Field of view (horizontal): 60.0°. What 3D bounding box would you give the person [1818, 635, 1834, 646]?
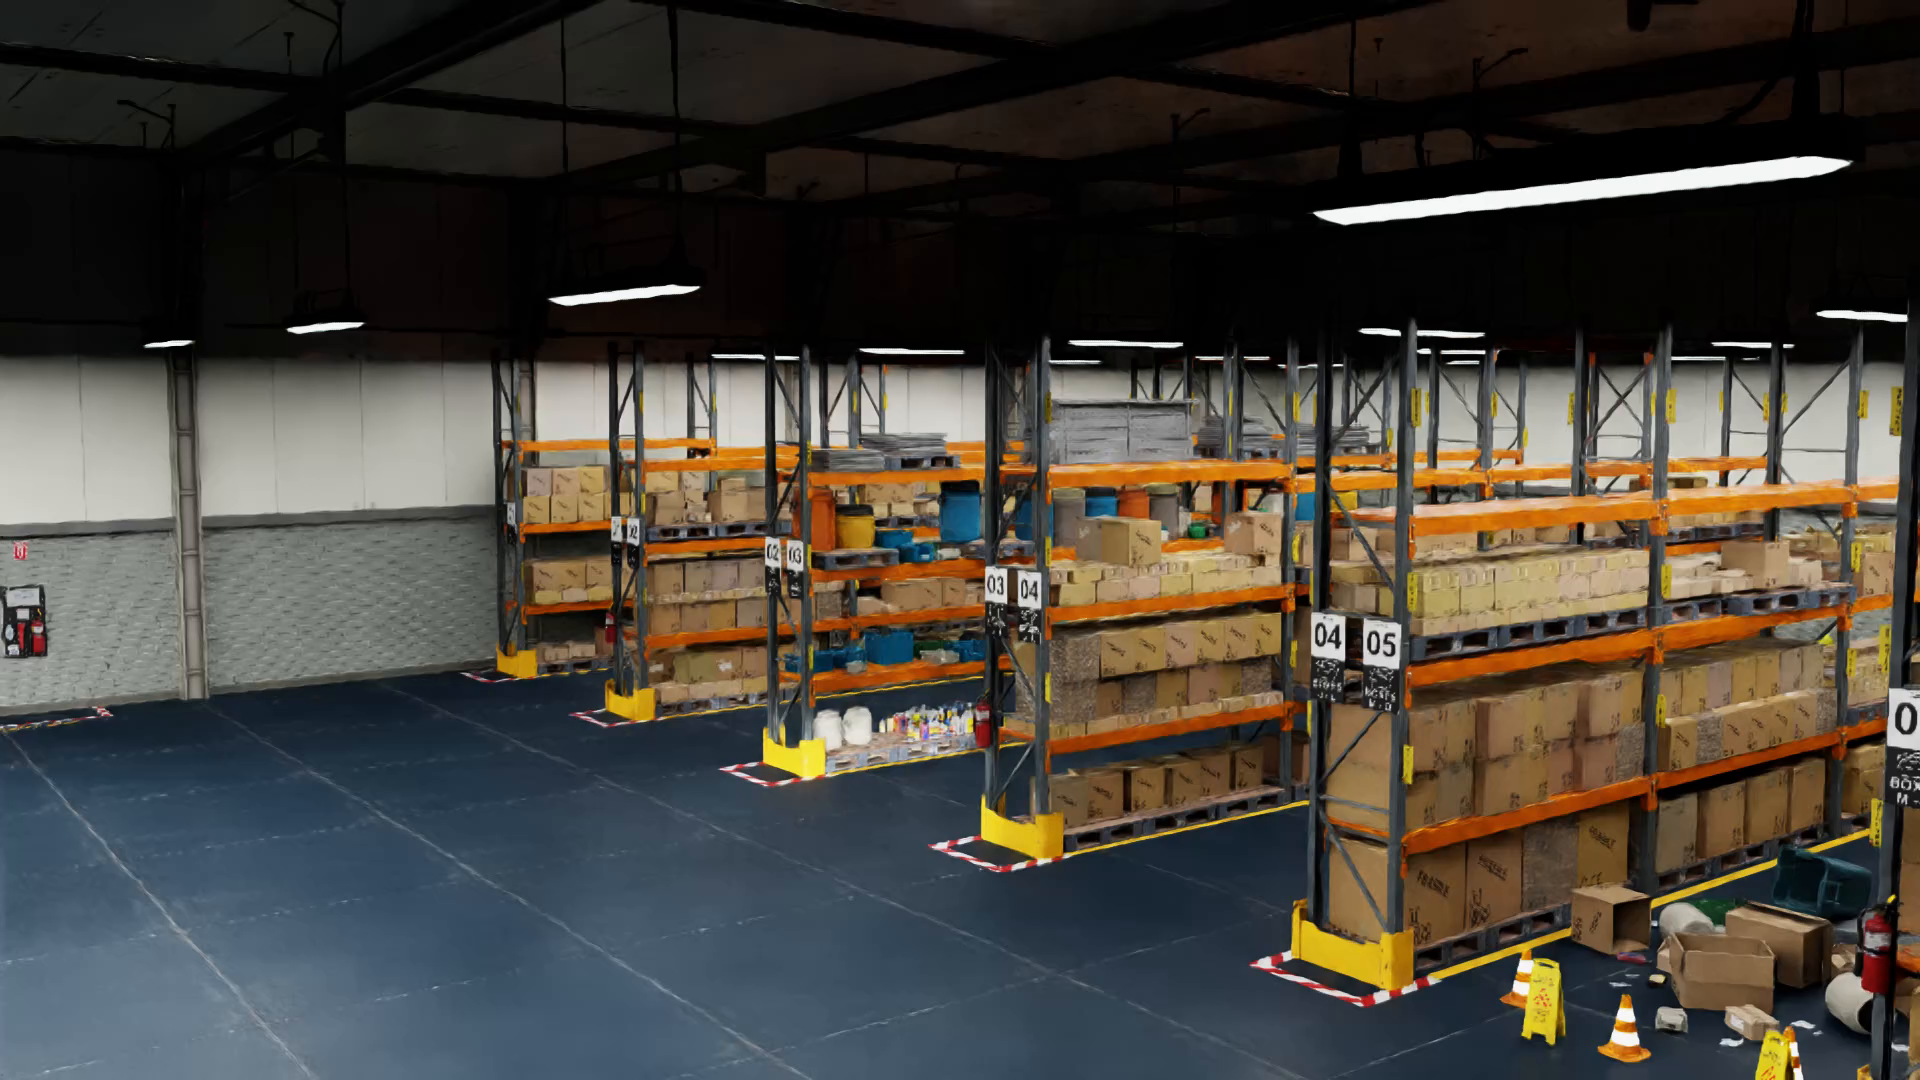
[{"bbox_3d":[12.165,2.204,23.522,0.625,1.765,0.497,-1,5,-6],"label":"person"}]
